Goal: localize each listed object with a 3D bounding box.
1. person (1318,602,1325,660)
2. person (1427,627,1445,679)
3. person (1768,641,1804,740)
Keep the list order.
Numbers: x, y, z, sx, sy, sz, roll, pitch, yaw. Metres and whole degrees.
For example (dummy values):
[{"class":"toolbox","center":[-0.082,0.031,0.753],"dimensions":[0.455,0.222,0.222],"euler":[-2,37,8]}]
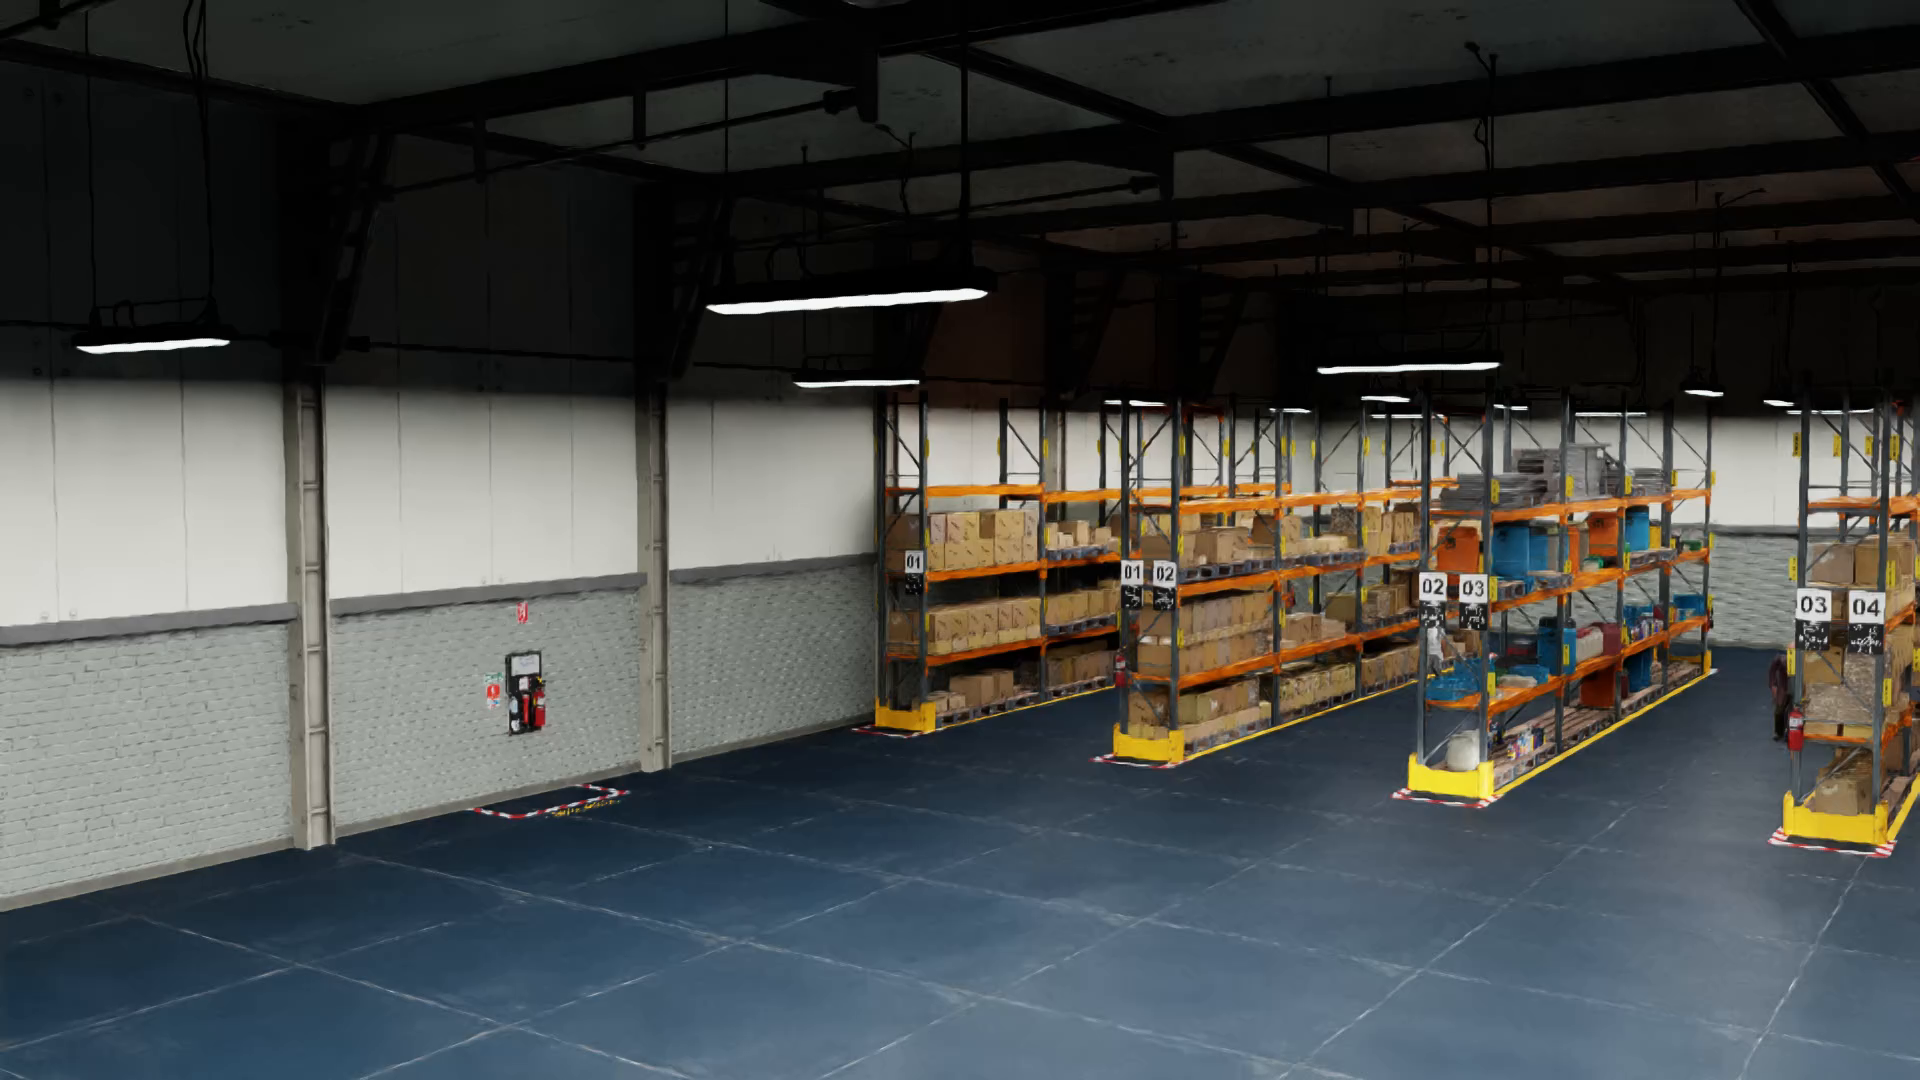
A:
[{"class":"person","center":[7.886,2.155,36.715],"dimensions":[0.523,1.592,0.527],"euler":[-1,3,-23]},{"class":"person","center":[9.530,2.249,33.524],"dimensions":[0.577,1.679,0.873],"euler":[2,4,34]},{"class":"person","center":[14.137,2.571,28.285],"dimensions":[0.729,1.733,0.546],"euler":[2,4,33]}]
